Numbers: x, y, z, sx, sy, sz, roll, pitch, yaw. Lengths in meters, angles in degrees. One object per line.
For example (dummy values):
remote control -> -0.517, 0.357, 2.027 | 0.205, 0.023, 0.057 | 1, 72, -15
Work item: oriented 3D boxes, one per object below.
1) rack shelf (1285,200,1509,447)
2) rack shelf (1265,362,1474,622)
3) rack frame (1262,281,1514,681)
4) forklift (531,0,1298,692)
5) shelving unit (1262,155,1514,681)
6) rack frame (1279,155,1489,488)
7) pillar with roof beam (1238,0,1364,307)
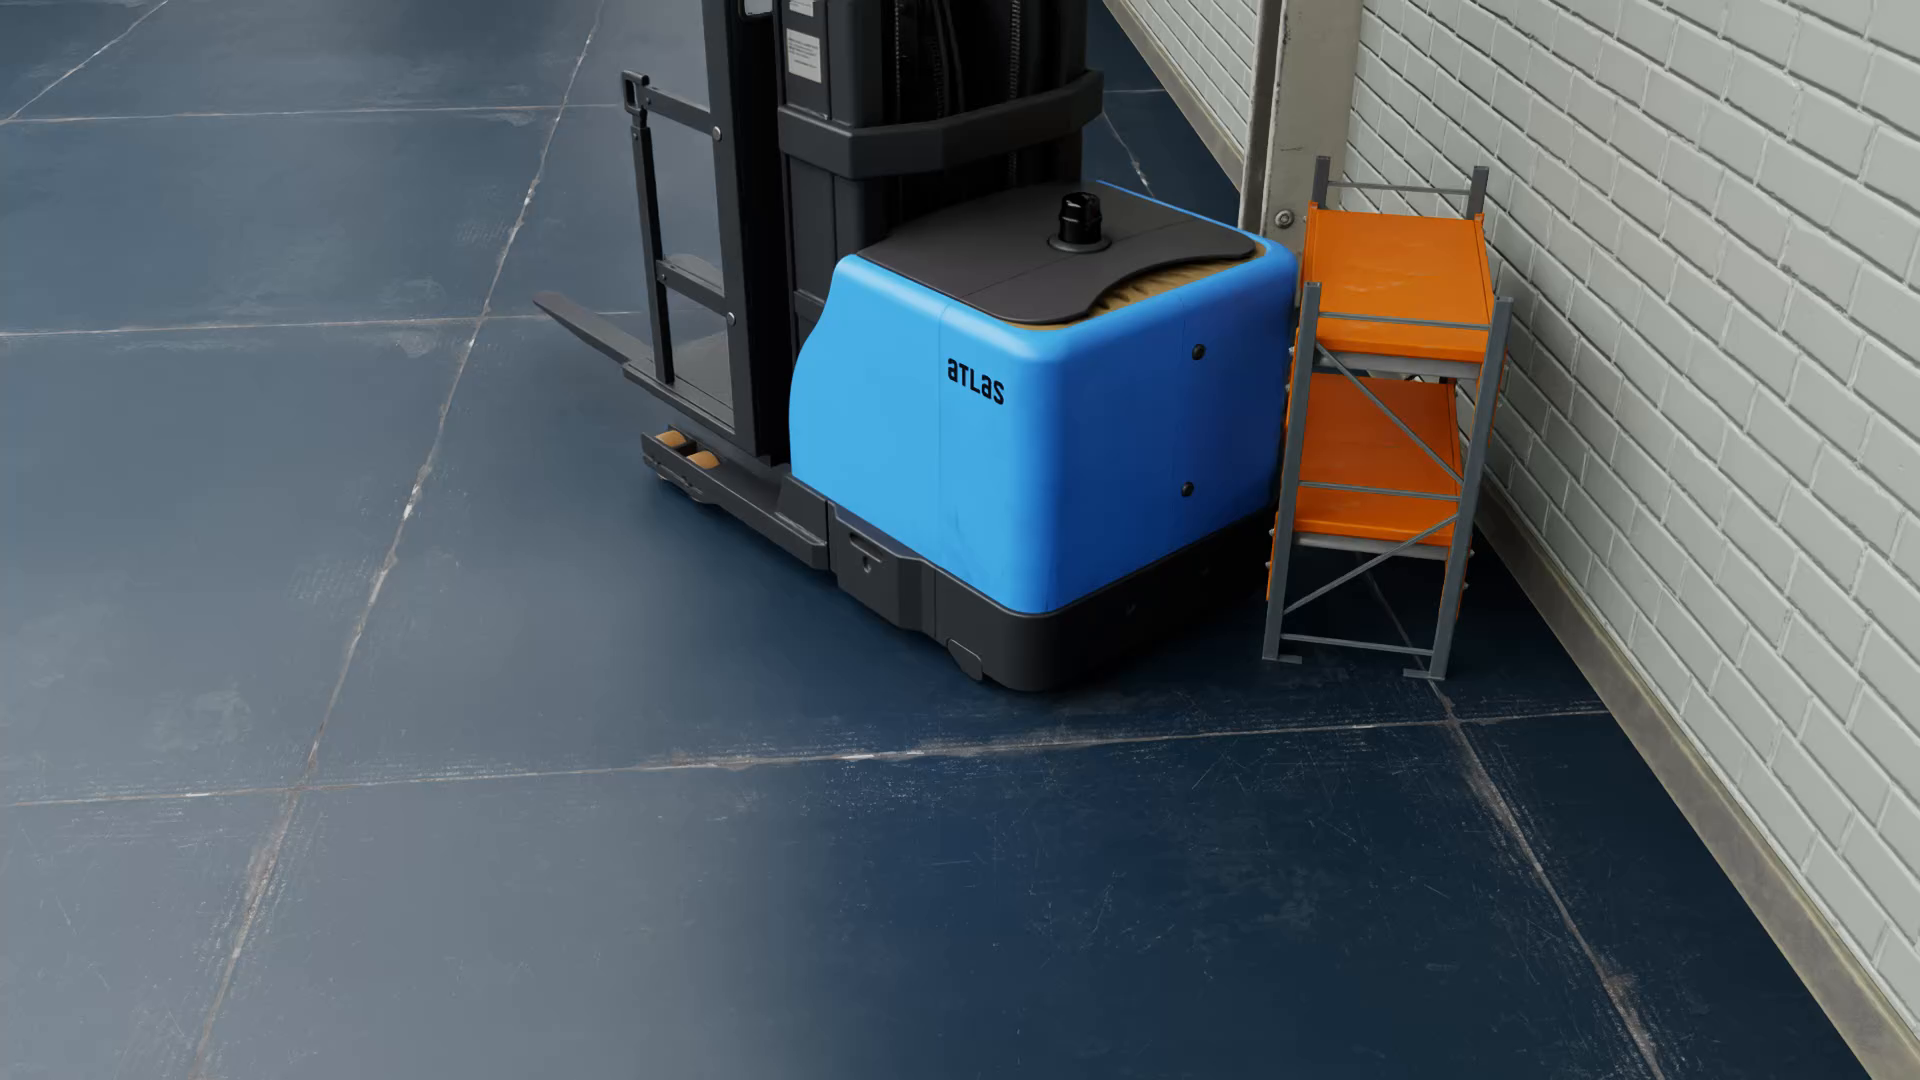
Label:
rack shelf -> 1.204, -0.633, 4.642 | 0.538, 0.278, 1.000 | 6, 31, 10
rack shelf -> 1.204, -0.172, 4.917 | 0.538, 0.278, 1.000 | 6, 31, 10
rack frame -> 1.098, -0.127, 4.365 | 0.500, 1.125, 0.032 | 6, 31, 10
forklift -> -0.411, -1.532, 4.957 | 1.130, 2.935, 3.031 | -24, 38, -34
shelving unit -> 1.204, -0.382, 4.792 | 0.538, 1.125, 1.048 | 6, 31, 10
rack frame -> 1.310, -0.636, 5.219 | 0.500, 1.125, 0.032 | 6, 31, 10
pillar with roof beam -> -2.933, -4.720, 4.377 | 9.100, 9.000, 0.400 | -3, 31, -5
